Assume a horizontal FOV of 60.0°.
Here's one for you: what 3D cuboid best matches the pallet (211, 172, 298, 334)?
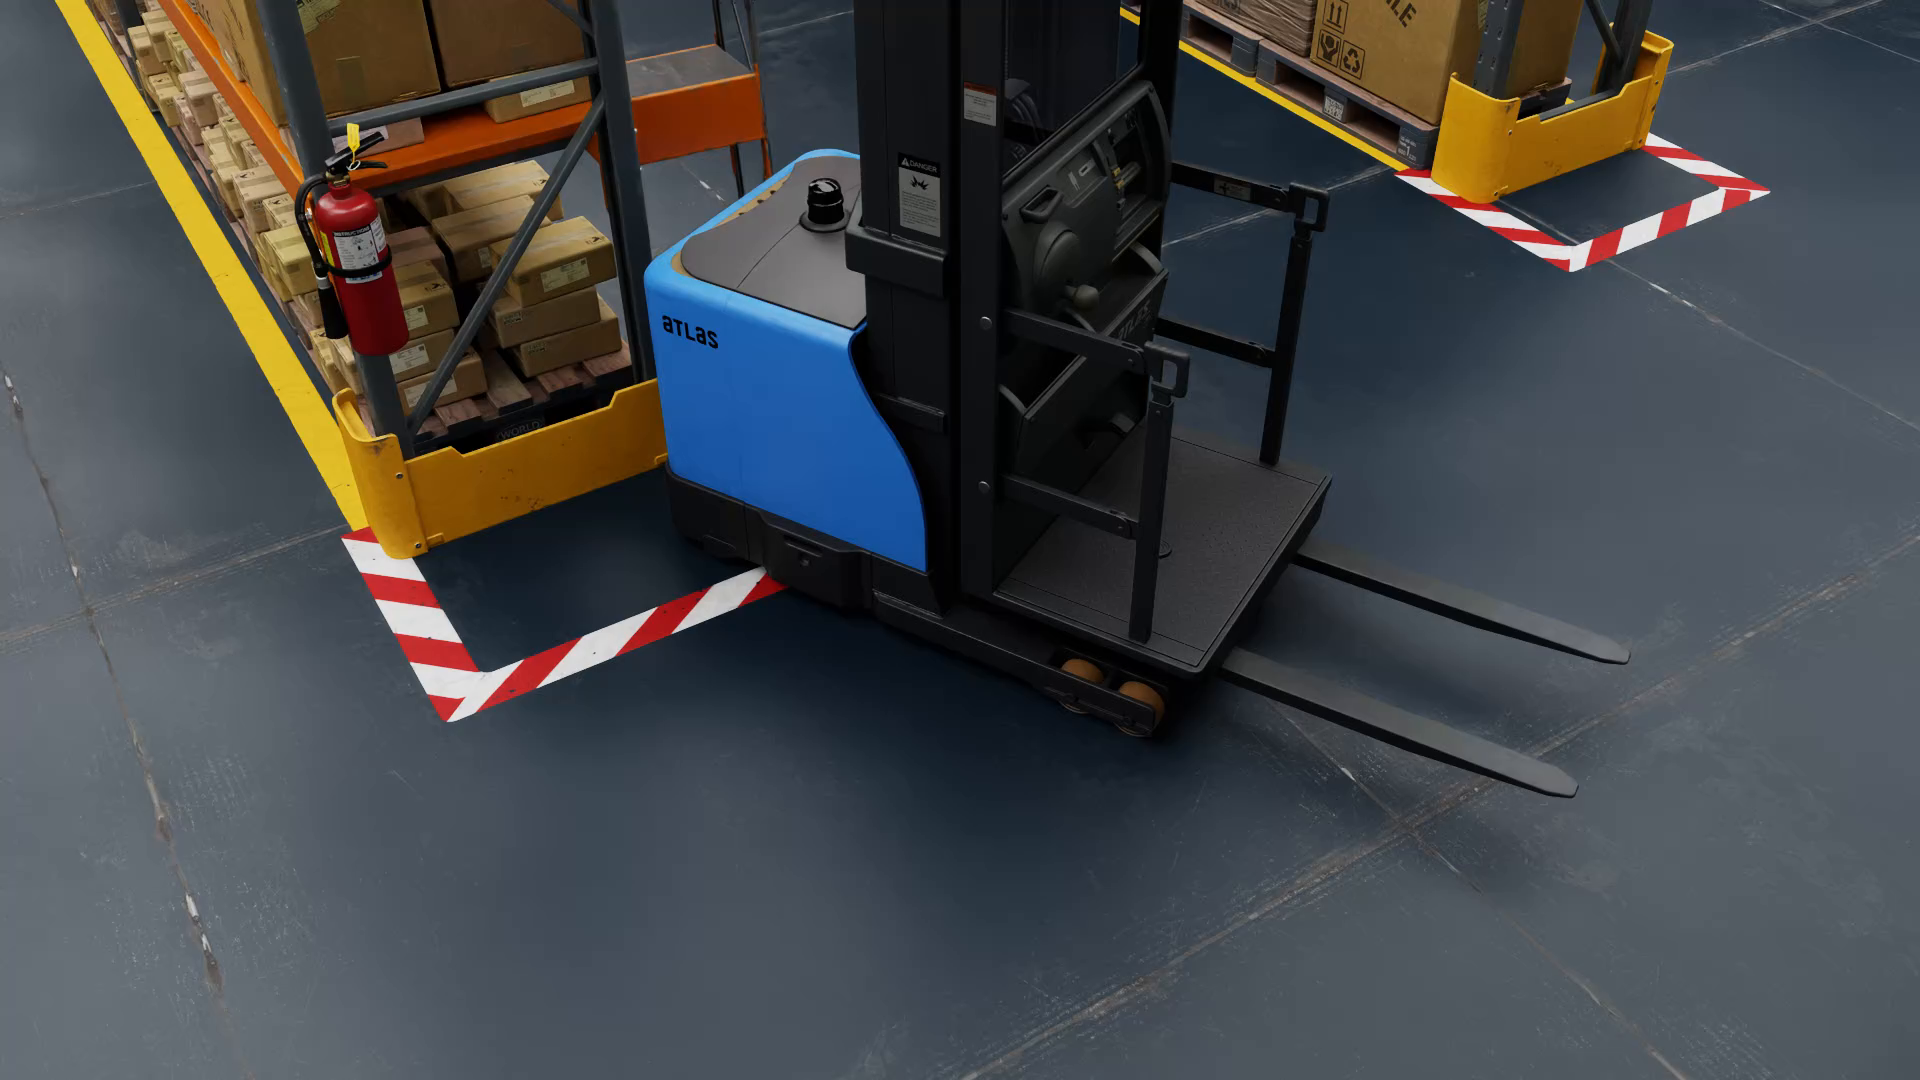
[{"bbox_3d":[-2.587,-1.401,7.266,1.003,0.211,1.213,-22,45,-24],"label":"pallet"}]

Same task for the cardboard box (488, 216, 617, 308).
[{"bbox_3d":[-1.483,-1.017,6.061,0.380,0.149,0.250,-24,46,-26],"label":"cardboard box"}]

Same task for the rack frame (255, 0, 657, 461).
[{"bbox_3d":[-1.487,-1.322,4.994,1.000,3.000,0.127,-22,45,-24],"label":"rack frame"}]

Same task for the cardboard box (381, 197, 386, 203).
[{"bbox_3d":[-2.309,-1.561,6.947,0.380,0.149,0.250,-20,44,-22],"label":"cardboard box"}]

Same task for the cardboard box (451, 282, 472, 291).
[{"bbox_3d":[-1.848,-1.026,6.537,0.380,0.149,0.250,-22,44,-24],"label":"cardboard box"}]

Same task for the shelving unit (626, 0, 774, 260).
[{"bbox_3d":[-0.968,-1.416,5.757,0.503,2.100,0.431,-18,36,-20],"label":"shelving unit"}]

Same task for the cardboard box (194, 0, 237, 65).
[{"bbox_3d":[-2.219,-1.909,5.387,0.500,0.500,0.500,-23,45,-25],"label":"cardboard box"}]

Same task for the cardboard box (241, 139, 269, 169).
[{"bbox_3d":[-2.644,-1.535,6.683,0.380,0.149,0.250,-24,45,-26],"label":"cardboard box"}]

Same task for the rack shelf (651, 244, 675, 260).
[{"bbox_3d":[-0.929,-0.825,6.156,0.480,0.518,0.431,-18,36,-20],"label":"rack shelf"}]

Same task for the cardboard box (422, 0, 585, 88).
[{"bbox_3d":[-1.496,-1.812,5.271,0.500,0.500,0.500,-20,44,-22],"label":"cardboard box"}]

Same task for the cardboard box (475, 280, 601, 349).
[{"bbox_3d":[-1.553,-0.874,6.122,0.380,0.149,0.250,-20,44,-23],"label":"cardboard box"}]

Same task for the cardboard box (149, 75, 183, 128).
[{"bbox_3d":[-3.570,-2.097,7.822,0.380,0.149,0.250,-21,44,-23],"label":"cardboard box"}]

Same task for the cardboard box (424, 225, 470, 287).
[{"bbox_3d":[-1.859,-1.143,6.445,0.380,0.149,0.250,-22,44,-24],"label":"cardboard box"}]

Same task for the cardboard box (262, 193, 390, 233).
[{"bbox_3d":[-2.405,-1.229,6.315,0.380,0.149,0.250,-24,45,-26],"label":"cardboard box"}]

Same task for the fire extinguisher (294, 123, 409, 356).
[{"bbox_3d":[-1.741,-0.855,4.784,0.296,0.674,0.183,-22,45,-24],"label":"fire extinguisher"}]

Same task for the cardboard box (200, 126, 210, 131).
[{"bbox_3d":[-3.214,-1.861,7.539,0.380,0.149,0.250,-23,45,-25],"label":"cardboard box"}]

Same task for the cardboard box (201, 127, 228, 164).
[{"bbox_3d":[-2.987,-1.670,7.077,0.380,0.149,0.250,-23,45,-25],"label":"cardboard box"}]

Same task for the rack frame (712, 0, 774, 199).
[{"bbox_3d":[-0.750,-1.486,5.841,0.015,2.100,0.400,-18,36,-20],"label":"rack frame"}]

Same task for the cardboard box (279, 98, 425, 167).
[{"bbox_3d":[-1.901,-1.305,5.169,0.380,0.149,0.250,-22,45,-24],"label":"cardboard box"}]

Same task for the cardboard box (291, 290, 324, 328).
[{"bbox_3d":[-2.293,-0.969,6.237,0.380,0.149,0.250,-24,45,-26],"label":"cardboard box"}]

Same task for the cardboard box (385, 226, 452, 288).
[{"bbox_3d":[-2.072,-0.971,6.006,0.380,0.149,0.250,-21,44,-24],"label":"cardboard box"}]

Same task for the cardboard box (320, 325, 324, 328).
[{"bbox_3d":[-2.239,-0.877,6.358,0.380,0.149,0.250,-22,45,-25],"label":"cardboard box"}]

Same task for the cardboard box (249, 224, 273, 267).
[{"bbox_3d":[-2.582,-1.244,6.567,0.380,0.149,0.250,-22,44,-24],"label":"cardboard box"}]

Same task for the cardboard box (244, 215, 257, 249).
[{"bbox_3d":[-2.703,-1.276,6.837,0.380,0.149,0.250,-21,44,-24],"label":"cardboard box"}]

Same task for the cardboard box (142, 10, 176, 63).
[{"bbox_3d":[-3.530,-2.350,7.661,0.380,0.149,0.250,-20,44,-22],"label":"cardboard box"}]

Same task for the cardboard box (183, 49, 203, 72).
[{"bbox_3d":[-3.193,-2.097,7.358,0.380,0.149,0.250,-23,45,-25],"label":"cardboard box"}]

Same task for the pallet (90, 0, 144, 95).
[{"bbox_3d":[-4.058,-2.830,8.981,1.003,0.211,1.213,-22,45,-24],"label":"pallet"}]

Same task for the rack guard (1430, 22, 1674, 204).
[{"bbox_3d":[2.762,-2.002,7.762,1.175,0.500,0.348,-22,45,-24],"label":"rack guard"}]

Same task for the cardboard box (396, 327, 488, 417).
[{"bbox_3d":[-1.946,-0.601,6.027,0.380,0.149,0.250,-21,44,-24],"label":"cardboard box"}]

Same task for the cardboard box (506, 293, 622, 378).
[{"bbox_3d":[-1.499,-0.781,6.244,0.380,0.149,0.250,-21,44,-24],"label":"cardboard box"}]

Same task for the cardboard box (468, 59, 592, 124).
[{"bbox_3d":[-1.385,-1.513,5.419,0.380,0.149,0.250,-23,45,-25],"label":"cardboard box"}]

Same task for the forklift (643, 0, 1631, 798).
[{"bbox_3d":[0.543,-0.923,4.568,3.031,2.935,1.130,21,44,23],"label":"forklift"}]

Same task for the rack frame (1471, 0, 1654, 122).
[{"bbox_3d":[2.749,-2.975,6.977,1.000,3.000,0.127,-22,45,-24],"label":"rack frame"}]

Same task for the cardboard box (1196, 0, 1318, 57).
[{"bbox_3d":[1.848,-3.129,8.494,0.875,0.875,0.875,-22,45,-24],"label":"cardboard box"}]

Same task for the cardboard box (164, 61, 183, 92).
[{"bbox_3d":[-3.501,-2.250,7.774,0.380,0.149,0.250,-22,45,-24],"label":"cardboard box"}]

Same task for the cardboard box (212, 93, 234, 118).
[{"bbox_3d":[-2.909,-1.813,7.017,0.380,0.149,0.250,-24,45,-26],"label":"cardboard box"}]

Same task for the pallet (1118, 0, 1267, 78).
[{"bbox_3d":[1.601,-2.966,9.145,1.003,0.211,1.213,-22,45,-24],"label":"pallet"}]

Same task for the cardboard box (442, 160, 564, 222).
[{"bbox_3d":[-1.760,-1.304,6.406,0.380,0.149,0.250,-22,45,-25],"label":"cardboard box"}]
